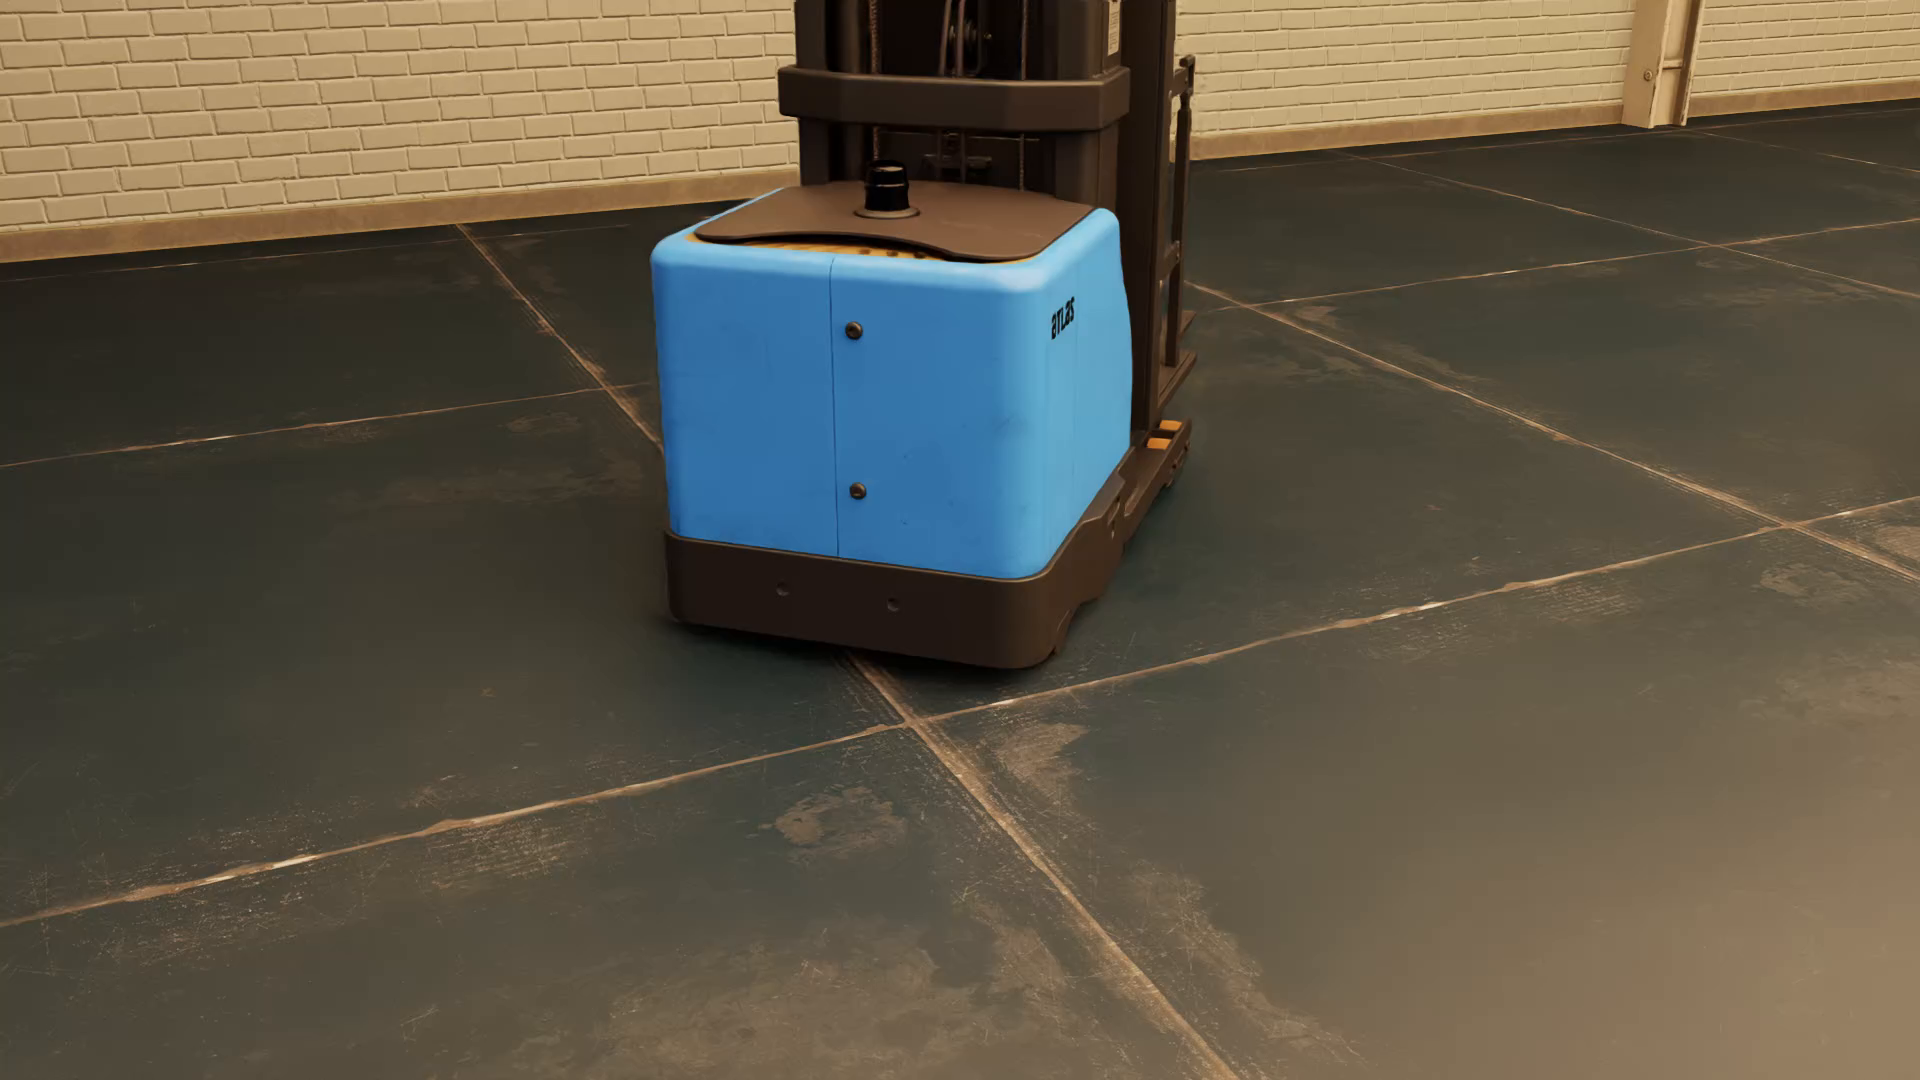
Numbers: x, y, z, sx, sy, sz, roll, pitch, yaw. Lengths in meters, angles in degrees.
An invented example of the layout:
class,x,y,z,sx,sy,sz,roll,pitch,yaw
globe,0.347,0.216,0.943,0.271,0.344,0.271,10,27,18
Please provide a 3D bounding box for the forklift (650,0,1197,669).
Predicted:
class,x,y,z,sx,sy,sz,roll,pitch,yaw
forklift,0.159,-1.569,5.062,1.130,2.935,3.031,7,24,17
